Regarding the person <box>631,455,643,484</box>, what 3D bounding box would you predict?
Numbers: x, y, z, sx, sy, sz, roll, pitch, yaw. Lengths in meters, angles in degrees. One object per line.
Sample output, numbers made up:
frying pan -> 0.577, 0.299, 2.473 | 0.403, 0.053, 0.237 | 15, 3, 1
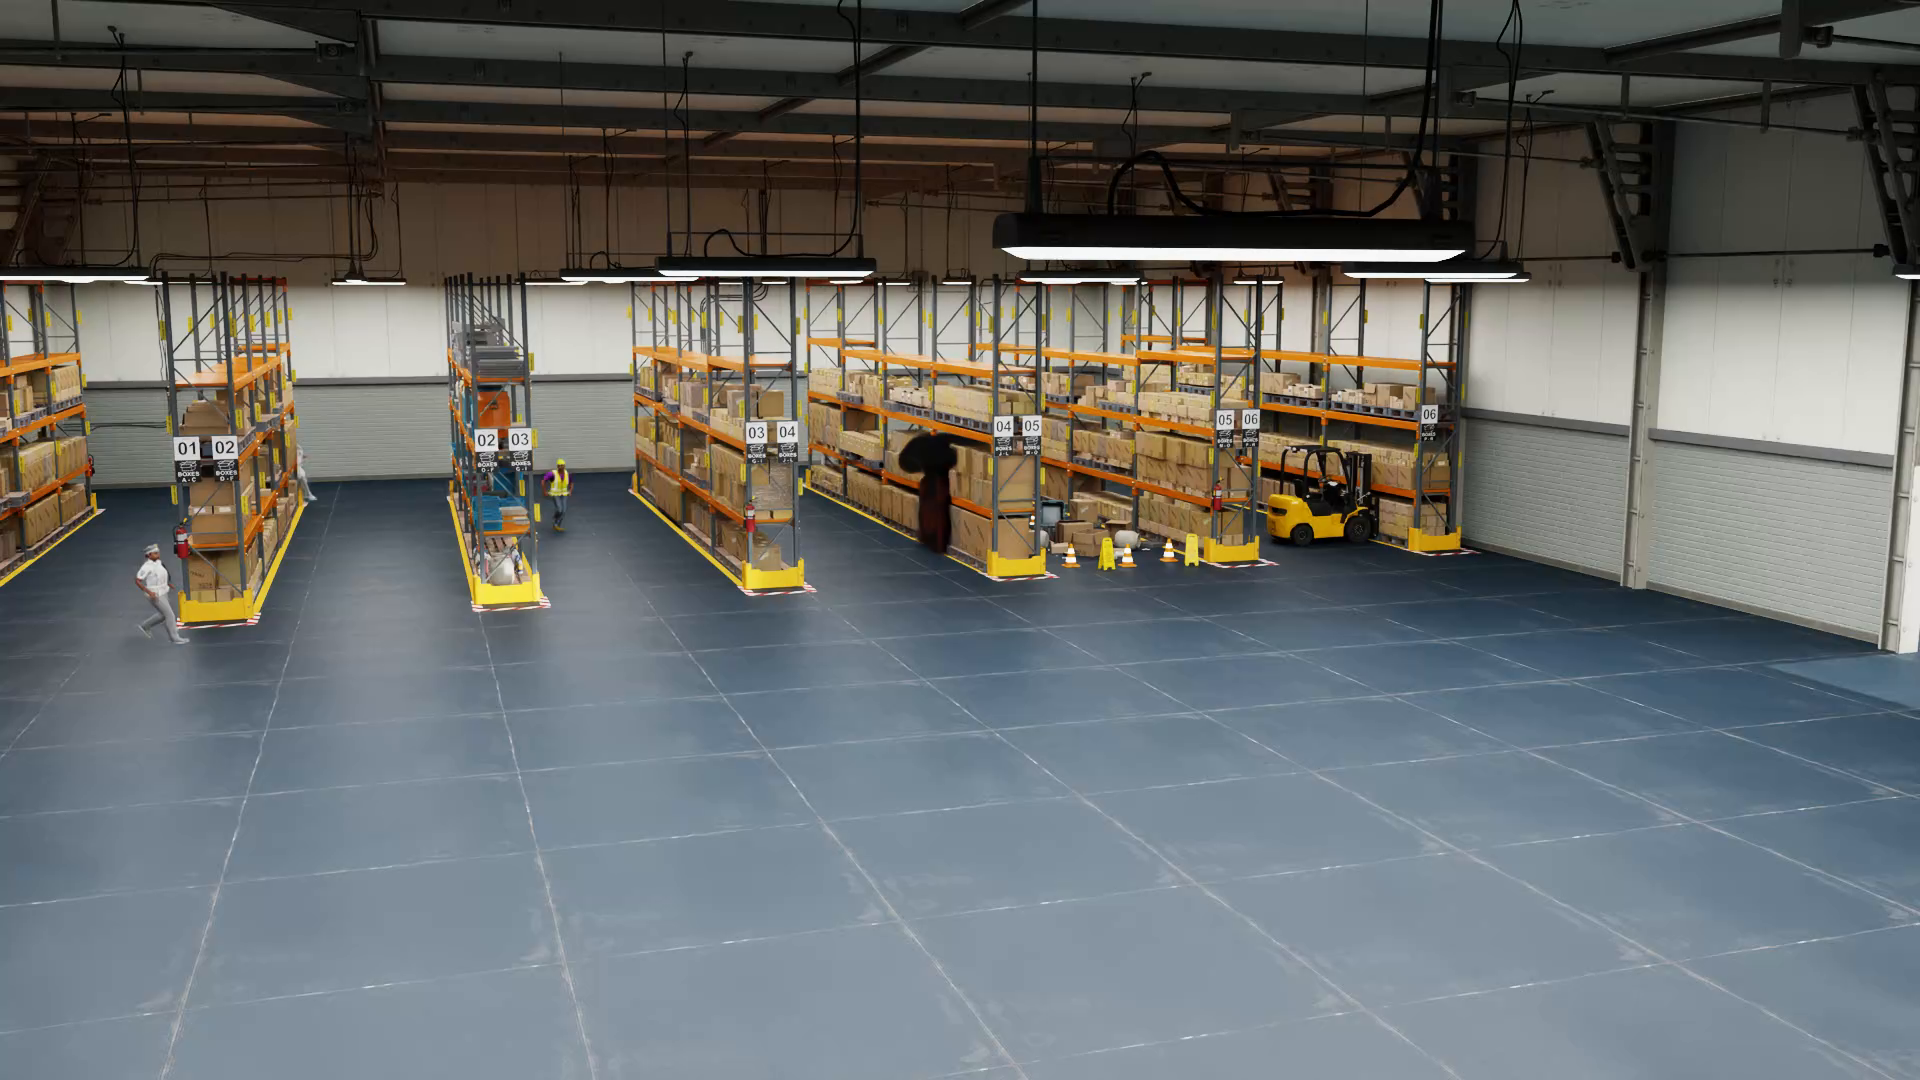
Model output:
person -> -9.006, -2.382, 47.992 | 1.019, 1.666, 0.642 | 0, 9, -1

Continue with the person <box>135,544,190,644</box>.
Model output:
person -> -12.936, 0.883, 26.796 | 0.806, 1.651, 0.591 | 0, 9, 1

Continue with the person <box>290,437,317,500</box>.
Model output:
person -> -17.979, -1.919, 44.932 | 0.988, 1.776, 0.701 | -1, 9, -7

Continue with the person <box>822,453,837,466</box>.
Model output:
person -> -3.949, -2.674, 50.159 | 0.799, 1.663, 0.624 | -8, 12, -43

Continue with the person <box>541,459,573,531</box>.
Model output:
person -> -9.523, -1.061, 39.431 | 0.774, 1.716, 0.542 | -7, 11, -38
